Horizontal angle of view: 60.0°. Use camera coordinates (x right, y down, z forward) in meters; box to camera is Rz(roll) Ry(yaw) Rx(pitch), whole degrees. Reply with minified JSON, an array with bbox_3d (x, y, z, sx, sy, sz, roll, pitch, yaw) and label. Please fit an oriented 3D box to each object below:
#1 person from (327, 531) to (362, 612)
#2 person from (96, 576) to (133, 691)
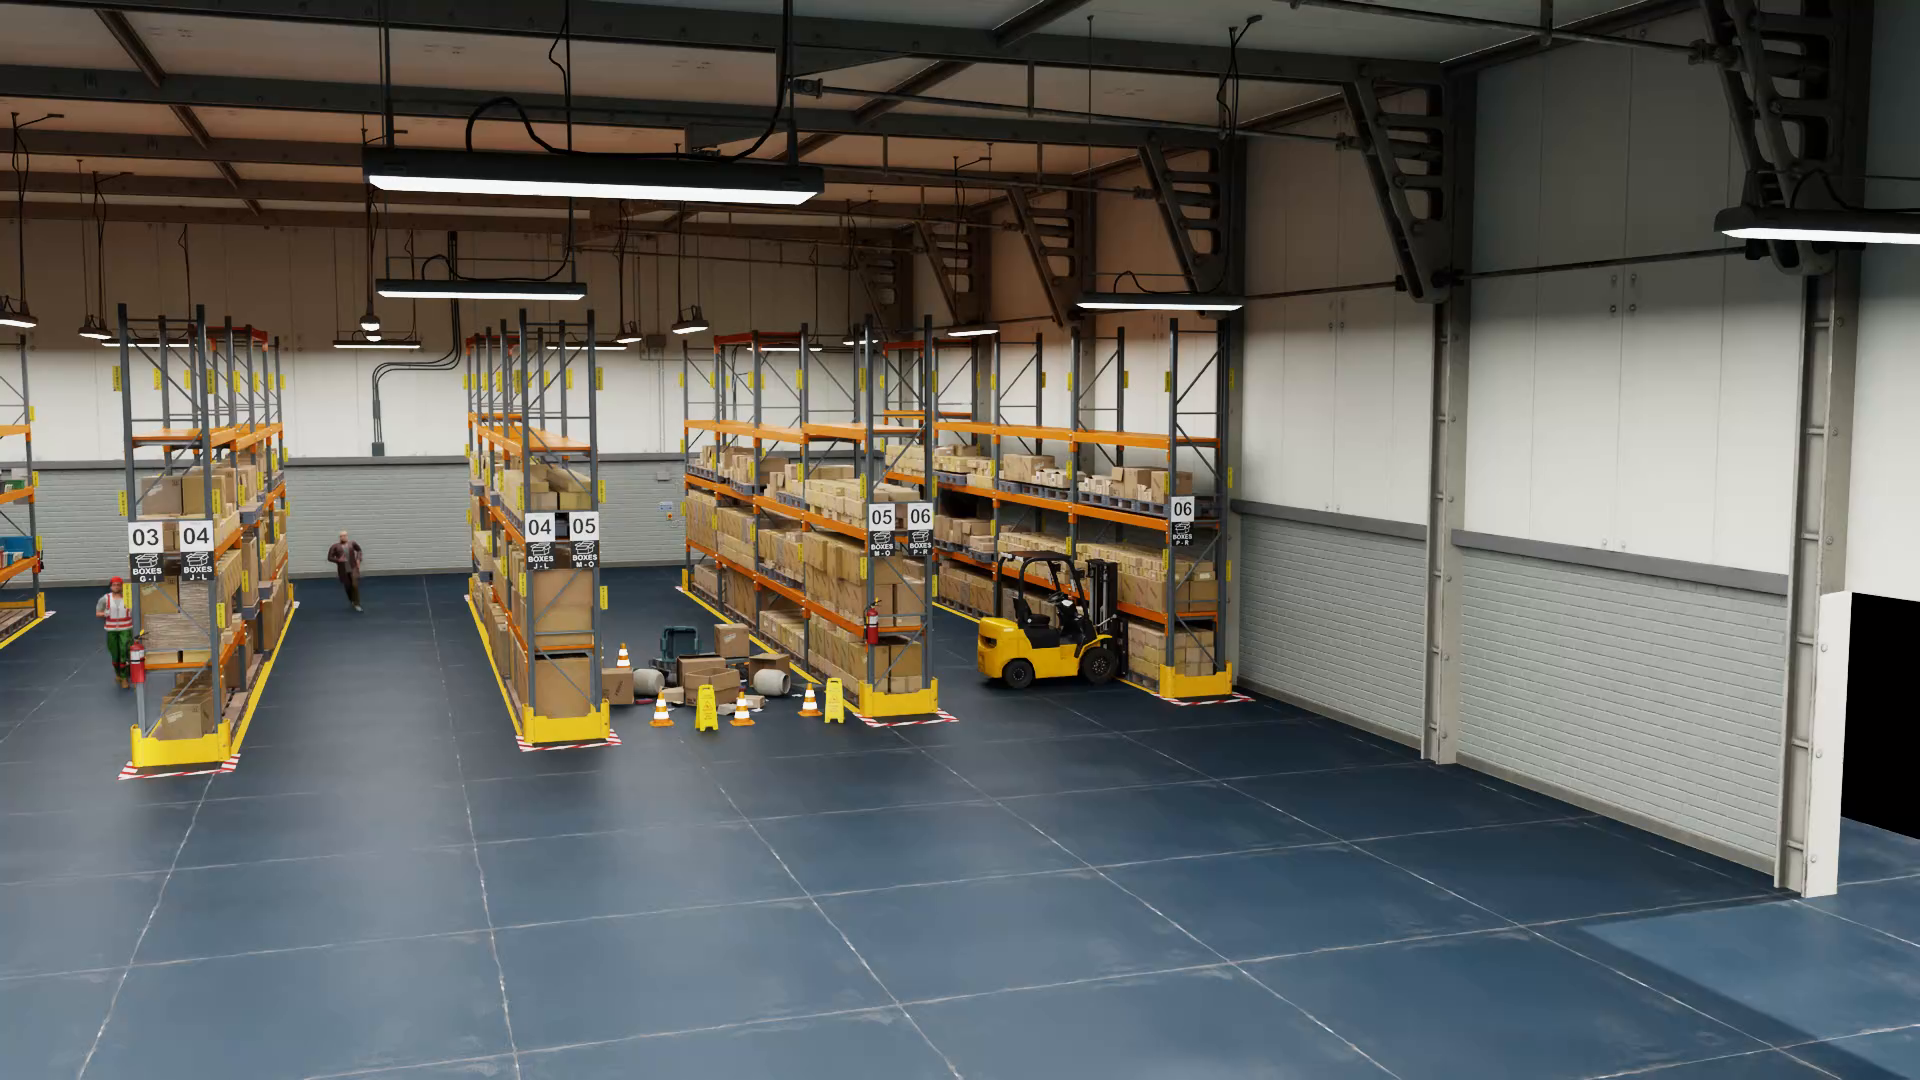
[{"bbox_3d":[-13.428,0.666,36.343,0.729,1.743,1.050,-2,6,-24],"label":"person"},{"bbox_3d":[-13.814,1.510,27.305,0.635,1.836,0.764,-2,6,-21],"label":"person"}]
